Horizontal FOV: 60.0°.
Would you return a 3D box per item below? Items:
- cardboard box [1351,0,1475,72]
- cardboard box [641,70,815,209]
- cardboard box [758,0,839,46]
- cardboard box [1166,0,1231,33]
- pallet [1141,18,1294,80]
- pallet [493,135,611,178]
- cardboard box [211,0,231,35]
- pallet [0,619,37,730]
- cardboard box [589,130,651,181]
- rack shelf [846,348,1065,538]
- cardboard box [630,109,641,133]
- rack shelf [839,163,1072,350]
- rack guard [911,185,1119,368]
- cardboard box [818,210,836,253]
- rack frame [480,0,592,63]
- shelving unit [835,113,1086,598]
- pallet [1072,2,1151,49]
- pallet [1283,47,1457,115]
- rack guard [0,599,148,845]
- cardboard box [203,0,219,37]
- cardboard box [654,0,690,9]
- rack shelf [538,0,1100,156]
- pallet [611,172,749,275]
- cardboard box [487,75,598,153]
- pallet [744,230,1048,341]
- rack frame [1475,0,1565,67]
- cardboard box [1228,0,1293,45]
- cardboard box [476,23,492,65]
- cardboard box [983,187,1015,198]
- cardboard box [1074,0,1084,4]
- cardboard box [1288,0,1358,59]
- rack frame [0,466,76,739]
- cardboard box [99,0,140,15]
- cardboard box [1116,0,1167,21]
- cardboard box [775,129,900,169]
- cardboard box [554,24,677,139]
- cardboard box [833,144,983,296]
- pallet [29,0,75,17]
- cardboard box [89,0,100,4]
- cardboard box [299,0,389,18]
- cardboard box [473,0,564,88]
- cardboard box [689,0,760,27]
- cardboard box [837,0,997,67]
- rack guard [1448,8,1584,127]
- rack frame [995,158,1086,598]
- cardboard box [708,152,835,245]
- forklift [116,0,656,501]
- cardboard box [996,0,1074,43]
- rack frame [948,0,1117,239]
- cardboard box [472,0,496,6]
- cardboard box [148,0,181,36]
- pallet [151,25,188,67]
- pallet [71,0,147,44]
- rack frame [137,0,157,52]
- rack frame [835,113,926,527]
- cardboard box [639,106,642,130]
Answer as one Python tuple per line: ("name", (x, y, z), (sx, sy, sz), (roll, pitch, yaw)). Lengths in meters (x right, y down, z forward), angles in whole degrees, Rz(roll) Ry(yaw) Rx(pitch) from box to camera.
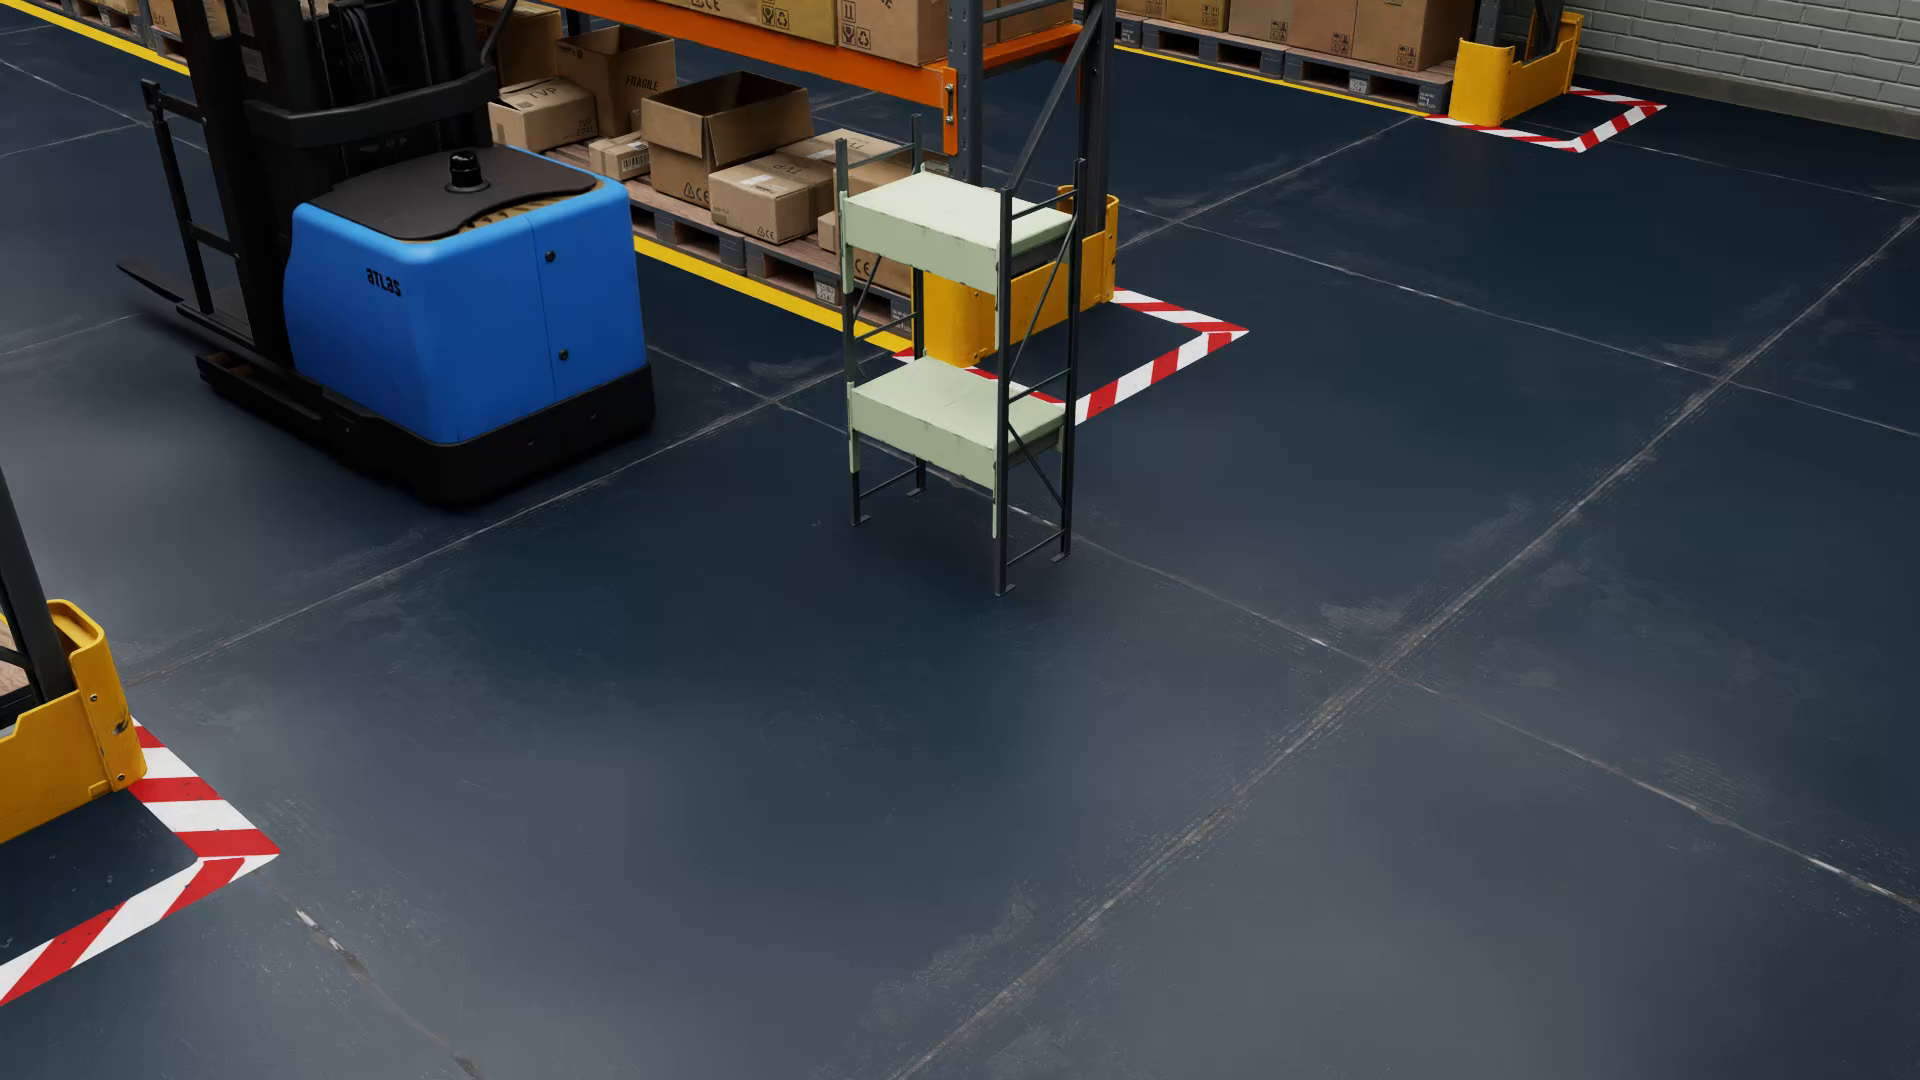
("cardboard box", (3.062, -3.515, 11.197), (0.500, 0.500, 0.700), (25, 39, 35))
("cardboard box", (-1.242, -2.162, 8.926), (0.637, 0.503, 0.797), (25, 39, 35))
("cardboard box", (-0.575, -2.578, 7.528), (0.500, 0.500, 0.500), (25, 39, 35))
("cardboard box", (1.918, -4.044, 12.075), (0.500, 0.500, 0.700), (26, 40, 36))
("pallet", (2.103, -3.676, 12.152), (1.213, 0.211, 1.003), (25, 39, 35))
("pallet", (-2.130, -2.258, 9.796), (1.213, 0.211, 1.003), (25, 39, 35))
("cardboard box", (-4.698, -3.571, 11.271), (0.500, 0.500, 0.500), (24, 39, 34))
("pallet", (-3.585, 0.481, 5.247), (1.213, 0.211, 1.003), (25, 39, 35))
("cardboard box", (-1.824, -2.142, 9.220), (0.250, 0.166, 0.380), (25, 39, 35))
("rack shelf", (-0.005, -0.366, 6.035), (0.720, 0.370, 0.431), (25, 39, 35))
("cardboard box", (-1.707, -2.462, 9.770), (0.250, 0.149, 0.380), (25, 39, 35))
("rack shelf", (-0.005, -0.979, 5.666), (0.720, 0.370, 0.431), (25, 39, 35))
("rack guard", (0.271, -1.262, 7.861), (0.348, 0.500, 1.175), (25, 39, 35))
("cardboard box", (-0.481, -1.550, 8.236), (0.250, 0.166, 0.380), (25, 39, 35))
("rack frame", (-2.639, -3.691, 9.473), (0.127, 3.000, 1.000), (25, 39, 35))
("shelving unit", (-0.005, -0.645, 5.867), (0.755, 1.500, 0.431), (25, 39, 35))
("pallet", (1.194, -4.099, 12.854), (1.213, 0.211, 1.003), (25, 39, 35))
("pallet", (3.003, -3.254, 11.451), (1.213, 0.211, 1.003), (25, 39, 35))
("rack guard", (-2.973, 0.661, 4.668), (0.348, 0.500, 1.175), (25, 39, 35))
("cardboard box", (-5.067, -3.747, 11.563), (0.500, 0.500, 0.500), (23, 38, 33))
("cardboard box", (-1.314, -2.928, 8.108), (0.500, 0.500, 0.500), (24, 39, 34))
("rack shelf", (-1.156, -2.690, 8.508), (4.000, 0.370, 1.077), (25, 39, 35))
("pallet", (-1.221, -1.836, 9.095), (1.213, 0.211, 1.003), (25, 39, 35))
("cardboard box", (-2.473, -2.499, 9.674), (0.500, 0.311, 0.500), (25, 39, 35))
("pallet", (-0.321, -1.414, 8.394), (1.213, 0.211, 1.003), (25, 39, 35))
("rack frame", (3.648, -4.202, 10.322), (0.127, 3.000, 1.000), (25, 39, 35))
("cardboard box", (2.318, -3.862, 11.773), (0.500, 0.500, 0.700), (24, 38, 34))
("cardboard box", (-3.197, -2.870, 10.105), (0.500, 0.500, 0.500), (25, 39, 35))
("cardboard box", (0.062, -1.644, 8.393), (0.250, 0.166, 0.380), (25, 39, 35))
("cardboard box", (1.168, -4.397, 12.663), (0.500, 0.500, 0.700), (26, 39, 36))
("cardboard box", (2.691, -3.688, 11.485), (0.500, 0.500, 0.700), (25, 39, 35))
("rack frame", (-2.999, -0.414, 4.029), (0.127, 3.000, 1.000), (25, 39, 35))
("cardboard box", (-6.158, -4.166, 12.521), (0.500, 0.250, 0.500), (26, 40, 36))
("cardboard box", (1.539, -4.222, 12.372), (0.500, 0.500, 0.700), (25, 39, 35))
("cardboard box", (-0.627, -1.960, 8.836), (0.500, 0.250, 0.500), (25, 39, 35))
("cardboard box", (-2.026, -2.720, 9.856), (0.500, 0.500, 0.500), (25, 39, 35))
("cardboard box", (-0.241, -1.518, 7.860), (0.500, 0.500, 0.500), (25, 39, 35))
("pallet", (-7.089, -4.603, 13.691), (1.213, 0.211, 1.003), (25, 39, 35))
("cardboard box", (-6.543, -4.343, 12.815), (0.500, 0.250, 0.500), (25, 39, 35))
("cardboard box", (-3.929, -3.218, 10.684), (0.500, 0.500, 0.500), (26, 39, 36))
("cardboard box", (-2.834, -3.069, 10.437), (0.500, 0.500, 0.500), (23, 38, 33))
("cardboard box", (-0.941, -2.753, 7.818), (0.500, 0.500, 0.500), (25, 39, 35))
("cardboard box", (-0.188, -2.400, 7.232), (0.500, 0.500, 0.500), (26, 40, 36))
("rack guard", (3.666, -3.123, 10.953), (0.348, 0.500, 1.175), (25, 39, 35))
("rack frame", (0.266, -0.518, 5.657), (0.023, 1.500, 0.400), (25, 39, 35))
("cardboard box", (-0.926, -1.751, 8.490), (0.500, 0.250, 0.500), (25, 39, 35))
("forklift", (-2.725, -2.033, 6.786), (3.031, 2.935, 1.130), (24, 38, 34))
("cardboard box", (0.175, -2.604, 7.570), (0.500, 0.500, 0.500), (26, 40, 36))
("rack frame", (0.327, -2.306, 7.173), (0.127, 3.000, 1.000), (25, 39, 35))
("cardboard box", (-3.237, -3.249, 10.736), (0.500, 0.500, 0.500), (26, 39, 36))
("cardboard box", (-5.459, -3.926, 11.860), (0.500, 0.500, 0.500), (27, 40, 37))
("pallet", (-5.076, -3.608, 12.038), (1.213, 0.211, 1.003), (25, 39, 35))
("pallet", (-6.188, -4.180, 12.989), (1.213, 0.211, 1.003), (25, 39, 35))
("rack frame", (-5.604, -5.075, 11.772), (0.127, 3.000, 1.000), (25, 39, 35))
("rack frame", (-0.276, -0.772, 6.077), (0.023, 1.500, 0.400), (25, 39, 35))
("cardboard box", (-1.470, -2.379, 9.474), (0.500, 0.311, 0.500), (25, 39, 35))
